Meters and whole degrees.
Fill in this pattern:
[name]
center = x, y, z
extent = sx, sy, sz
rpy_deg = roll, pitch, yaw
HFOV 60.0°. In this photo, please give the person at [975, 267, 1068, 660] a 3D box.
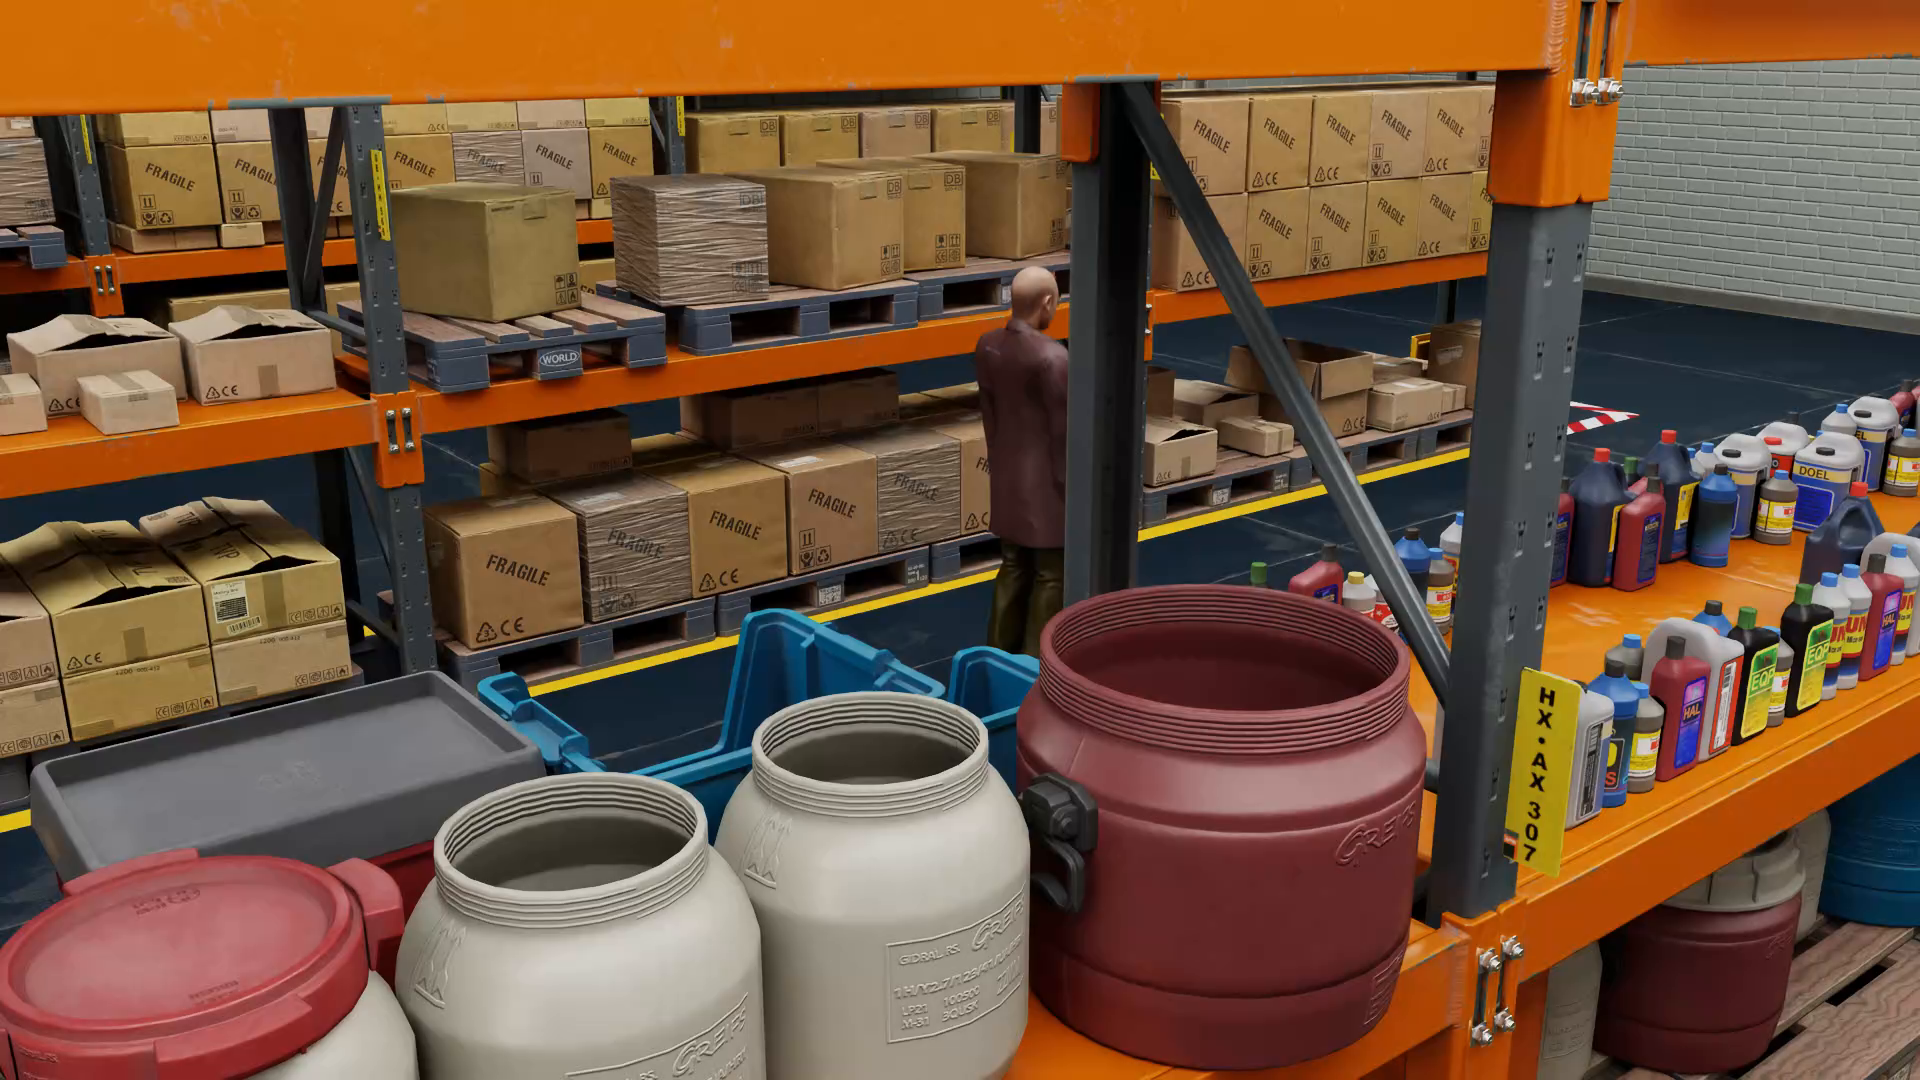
[person]
center = 0.306, -0.236, 6.840
extent = 0.377, 1.773, 0.562
rpy_deg = -13, 21, -35
